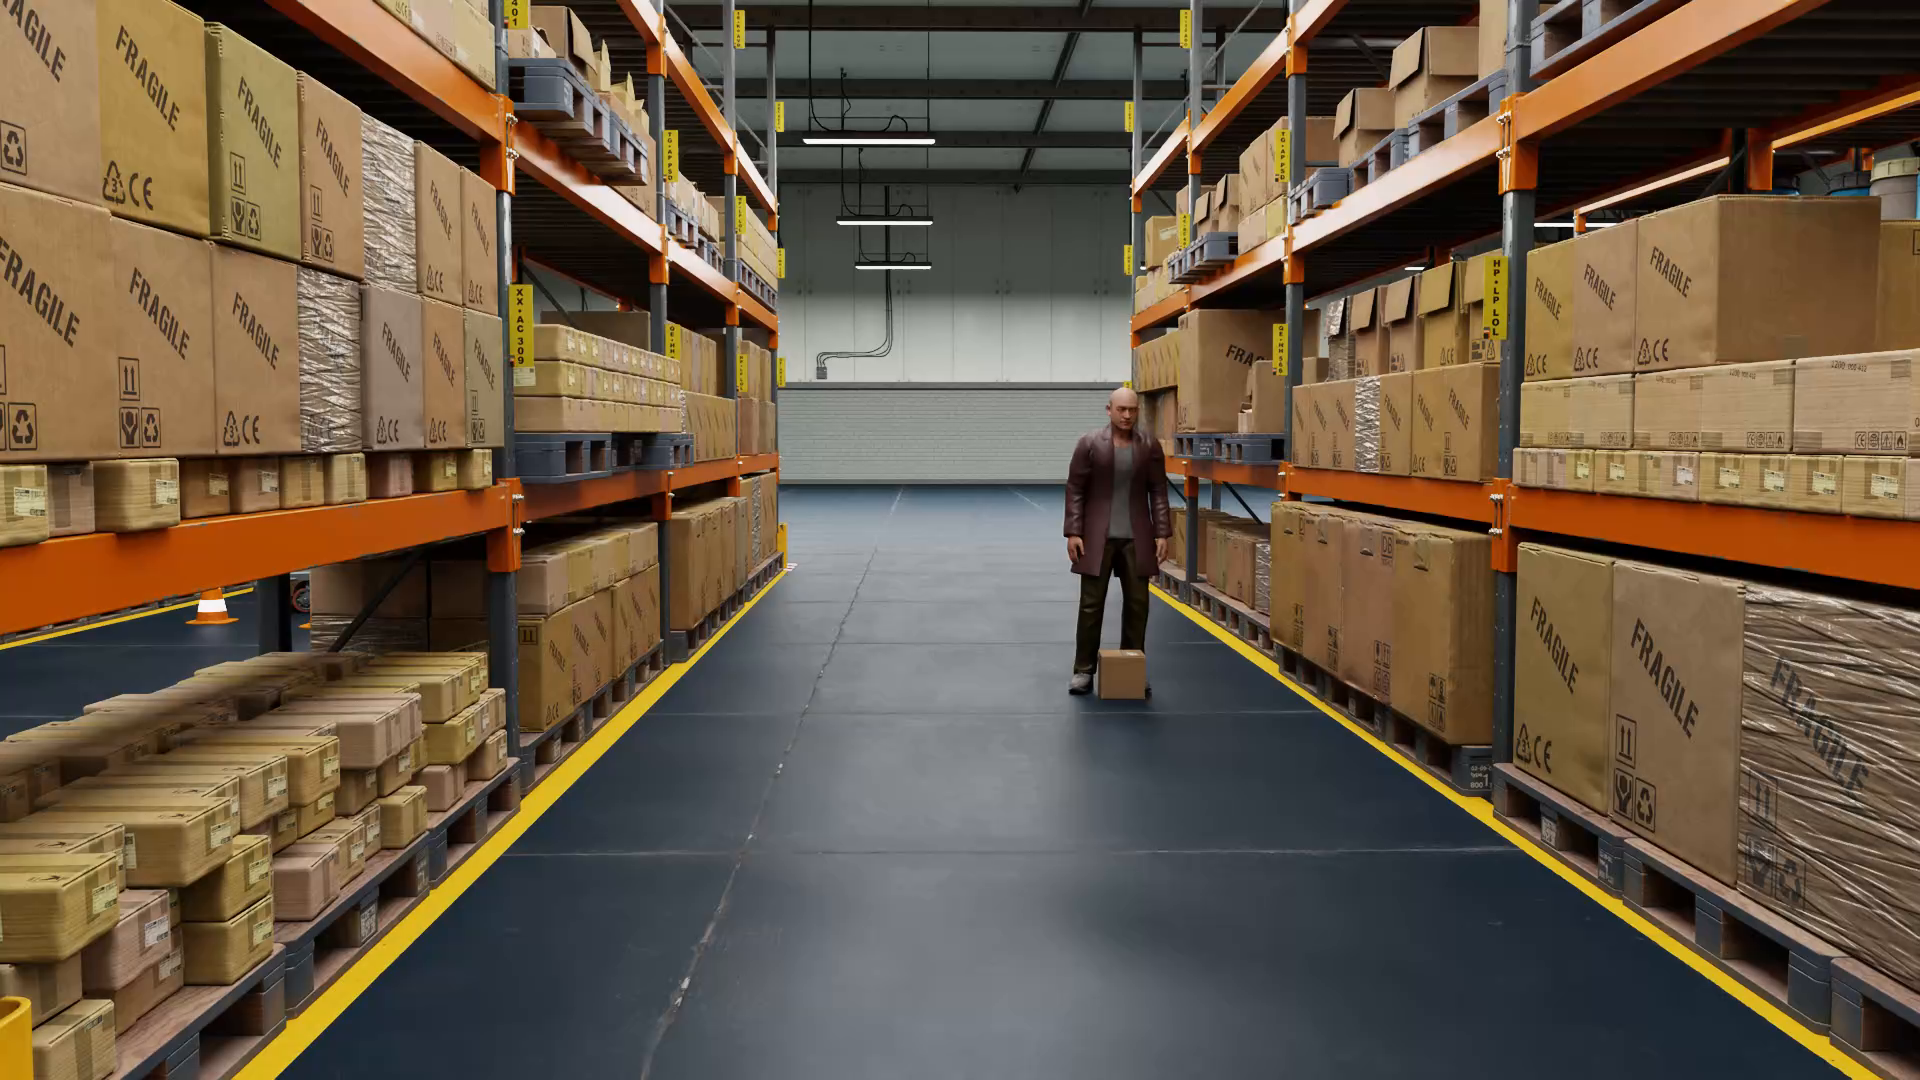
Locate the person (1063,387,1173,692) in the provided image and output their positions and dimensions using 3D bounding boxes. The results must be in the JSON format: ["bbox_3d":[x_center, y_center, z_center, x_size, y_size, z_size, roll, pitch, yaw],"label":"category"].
[{"bbox_3d":[0.929,-0.004,9.760,0.653,1.773,0.425,0,4,-5],"label":"person"}]
